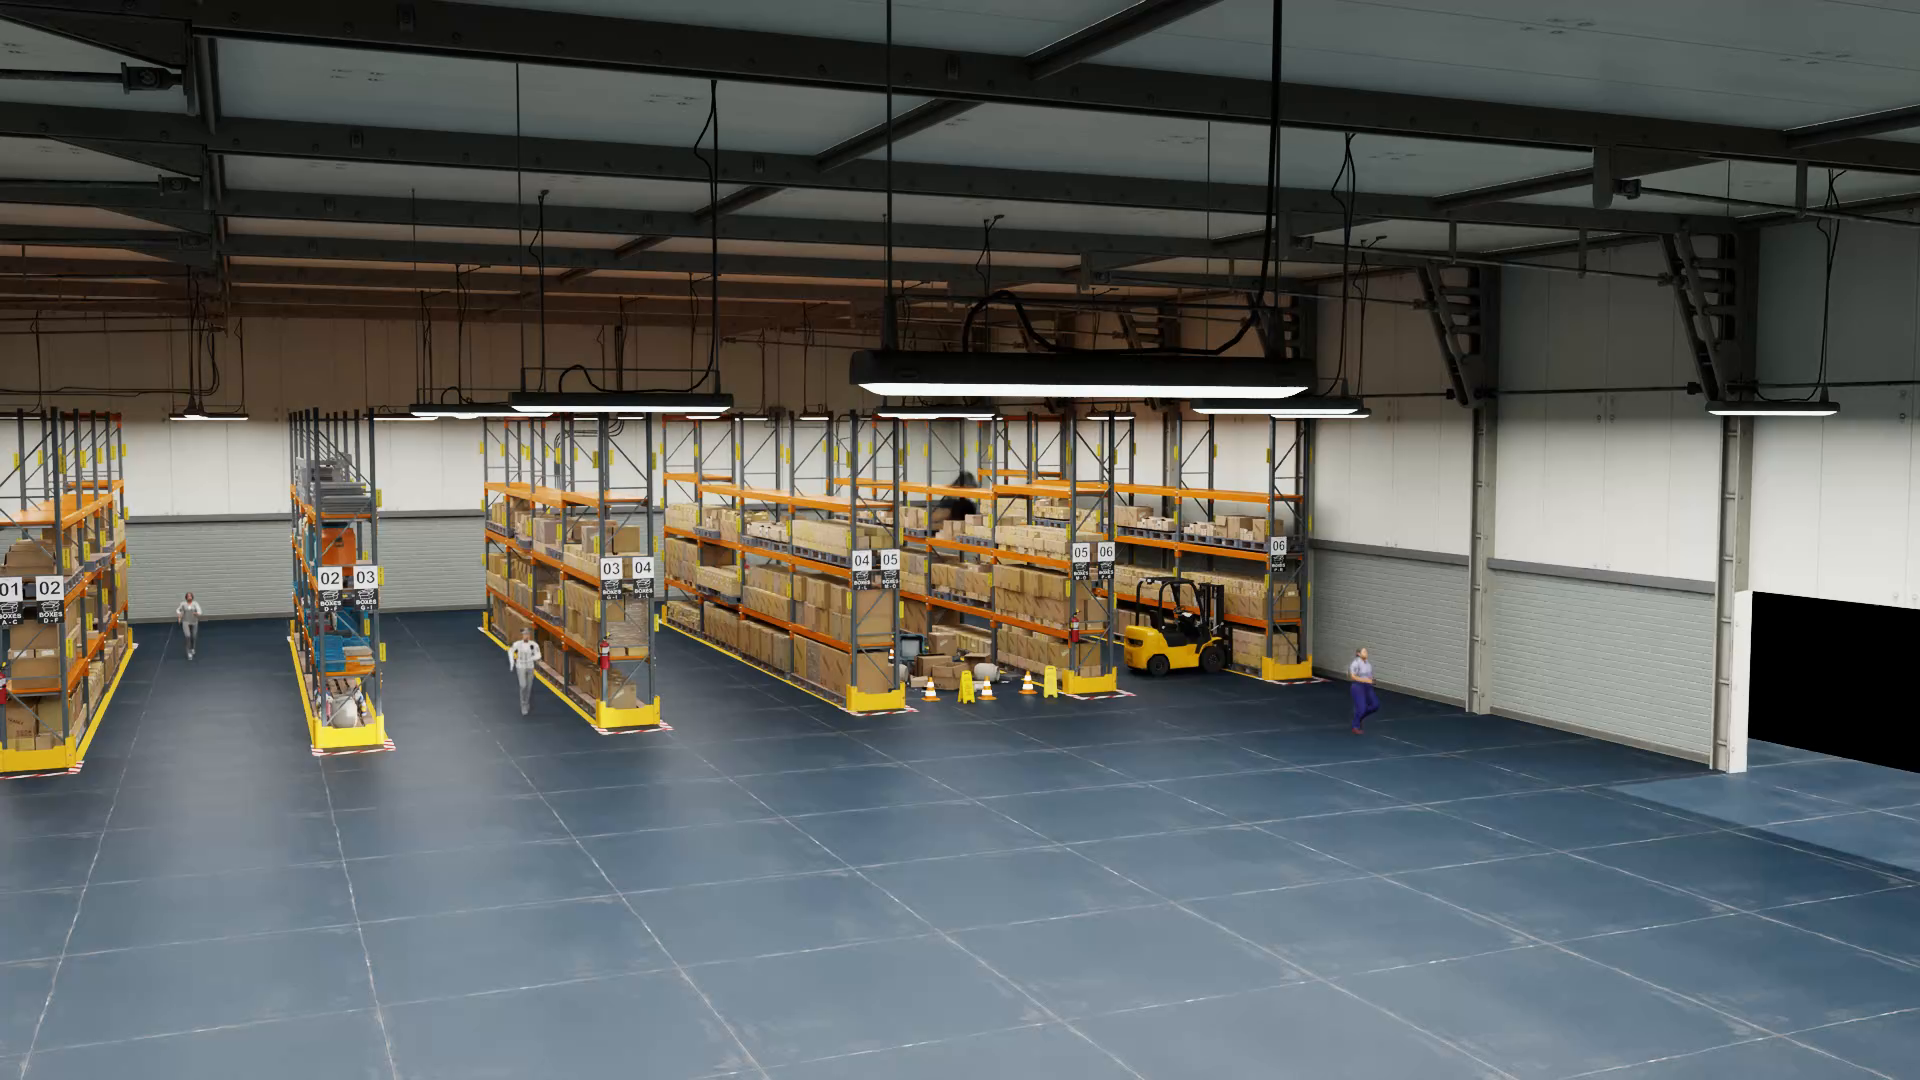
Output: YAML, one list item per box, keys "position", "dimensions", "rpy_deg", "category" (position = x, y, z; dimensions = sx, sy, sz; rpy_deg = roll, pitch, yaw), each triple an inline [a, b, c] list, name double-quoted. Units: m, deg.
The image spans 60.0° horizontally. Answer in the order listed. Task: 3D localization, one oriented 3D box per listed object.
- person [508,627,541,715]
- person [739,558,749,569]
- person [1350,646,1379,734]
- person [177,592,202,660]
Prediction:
- position: [-8.584, 2.587, 32.886]
  dimensions: [0.573, 1.727, 0.797]
  rpy_deg: [-2, 4, -26]
  category: "person"
- position: [-6.548, 1.391, 49.817]
  dimensions: [0.705, 1.732, 0.630]
  rpy_deg: [-2, 5, -30]
  category: "person"
- position: [7.450, 2.769, 30.664]
  dimensions: [0.657, 1.615, 0.527]
  rpy_deg: [-4, 6, -44]
  category: "person"
- position: [-18.759, 2.065, 40.514]
  dimensions: [0.527, 1.608, 0.852]
  rpy_deg: [-3, 5, -32]
  category: "person"
